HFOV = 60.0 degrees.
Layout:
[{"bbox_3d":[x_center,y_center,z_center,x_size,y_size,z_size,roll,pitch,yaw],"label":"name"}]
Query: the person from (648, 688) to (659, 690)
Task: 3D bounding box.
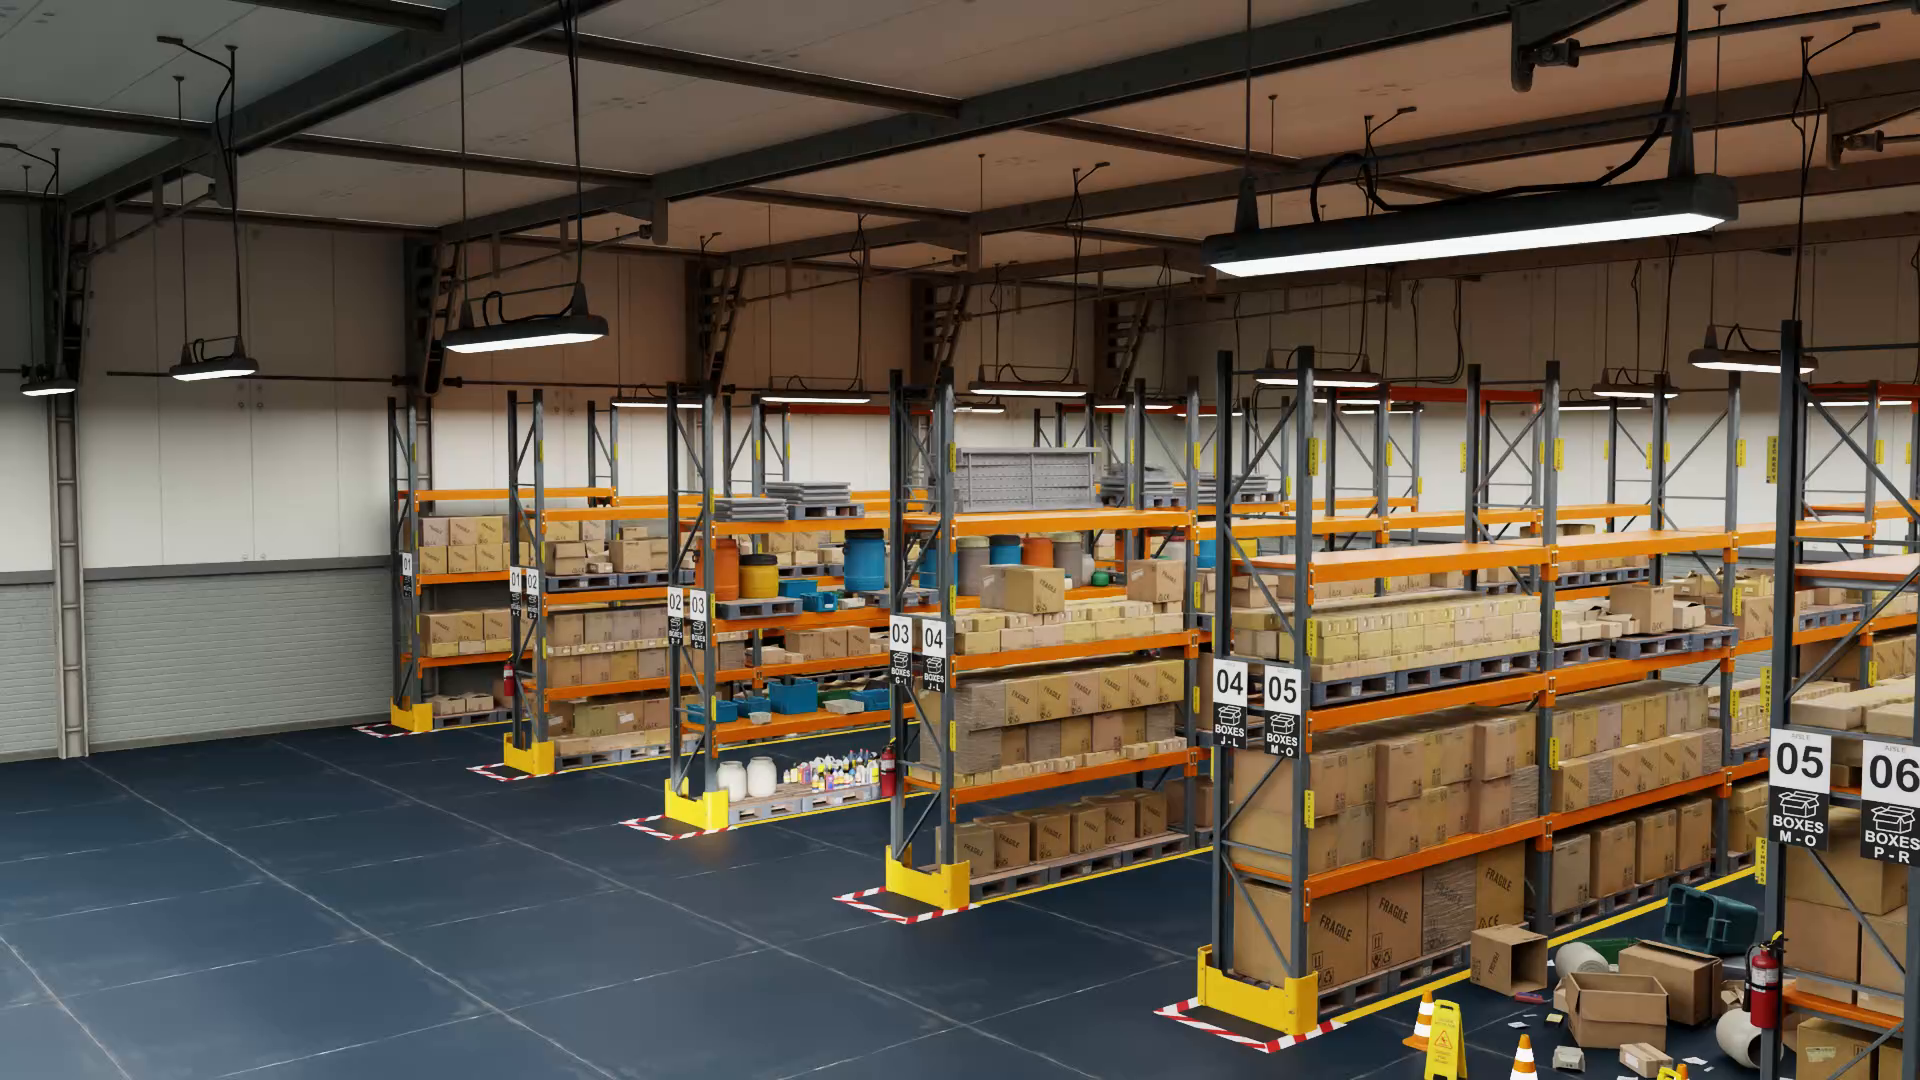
[{"bbox_3d":[-5.388,2.595,29.801,0.962,1.655,0.582,-3,5,-42],"label":"person"}]
